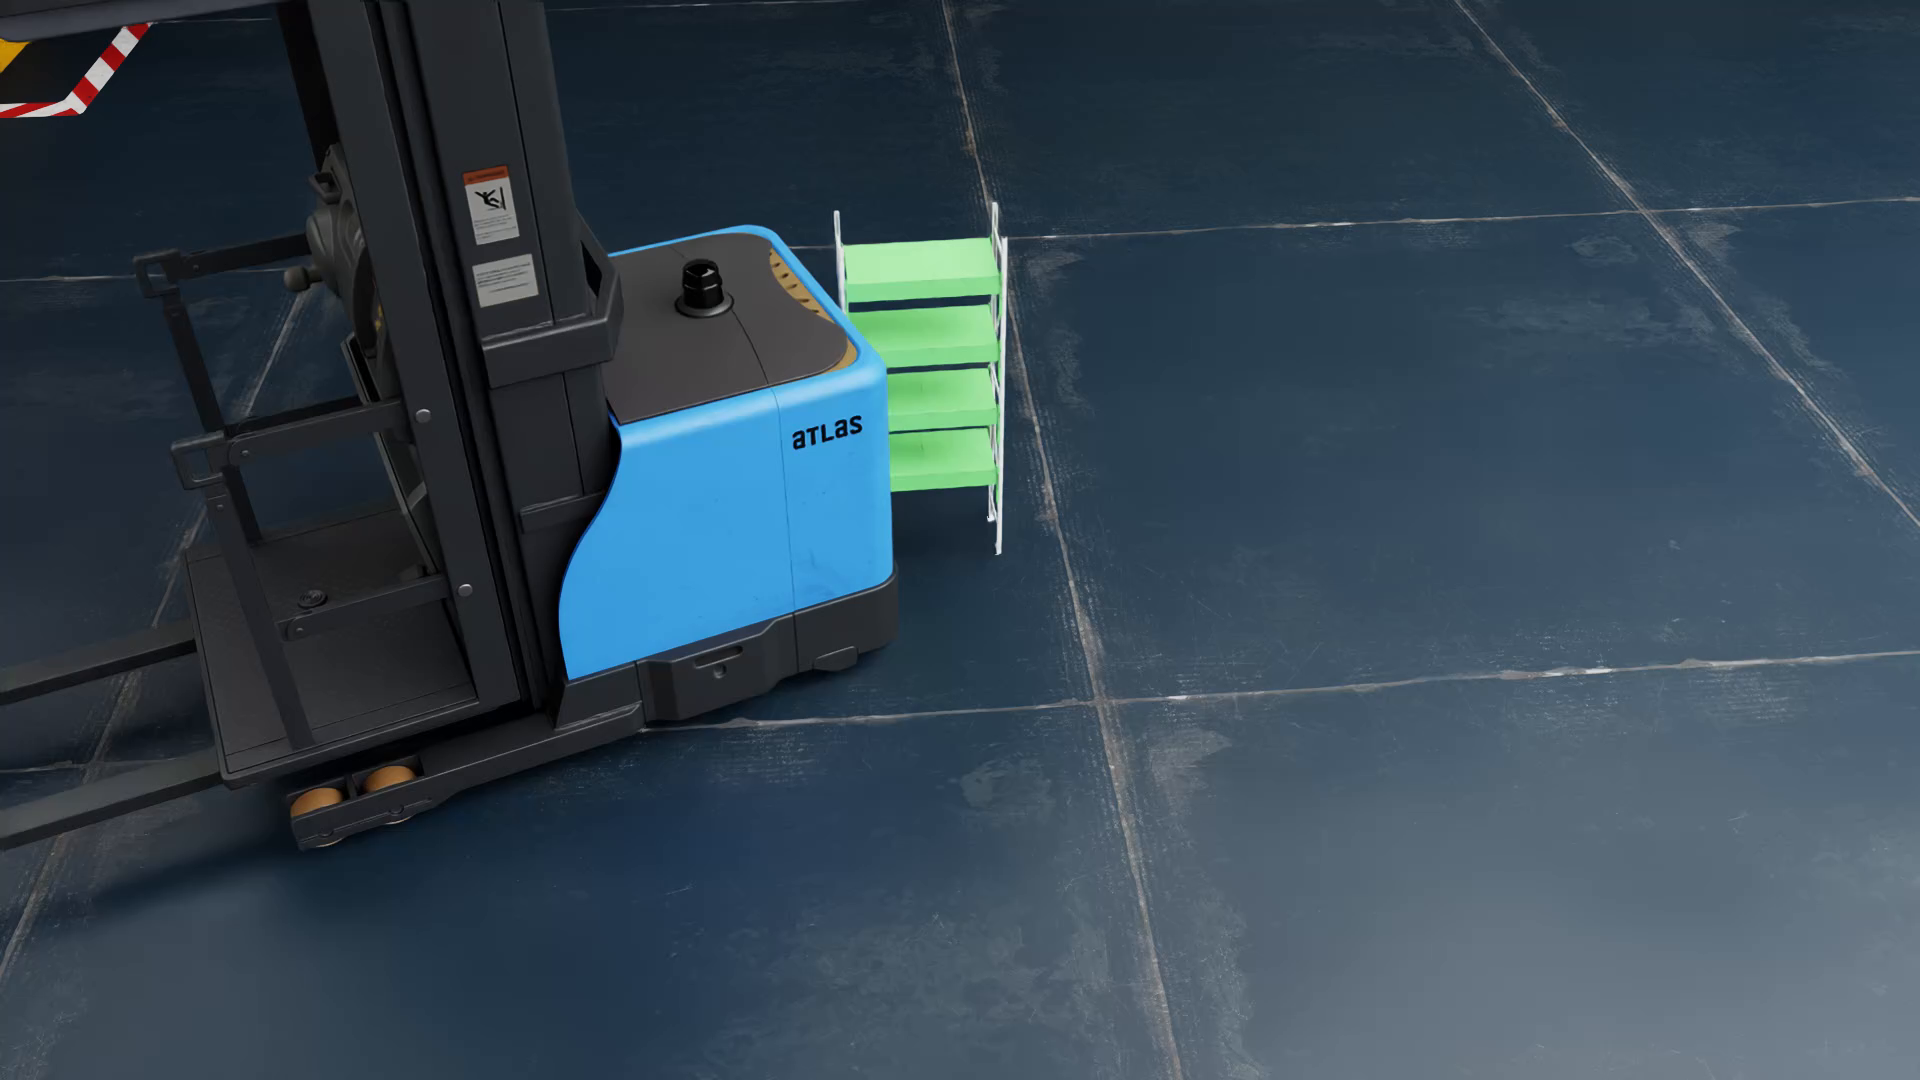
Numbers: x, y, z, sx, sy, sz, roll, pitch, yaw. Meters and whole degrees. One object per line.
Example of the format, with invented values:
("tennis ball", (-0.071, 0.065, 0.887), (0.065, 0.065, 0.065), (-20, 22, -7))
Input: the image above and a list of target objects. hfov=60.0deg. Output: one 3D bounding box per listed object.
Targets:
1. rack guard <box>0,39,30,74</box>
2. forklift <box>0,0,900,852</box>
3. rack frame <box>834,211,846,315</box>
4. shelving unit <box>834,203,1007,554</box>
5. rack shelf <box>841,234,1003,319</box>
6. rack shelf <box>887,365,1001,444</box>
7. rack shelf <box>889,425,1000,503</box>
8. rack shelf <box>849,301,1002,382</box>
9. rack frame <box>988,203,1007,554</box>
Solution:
("rack guard", (-5.315, -2.746, 8.827), (0.348, 0.500, 1.175), (-3, 38, -4))
("forklift", (-1.747, -0.666, 4.228), (3.031, 2.935, 1.130), (-17, 41, -20))
("rack frame", (-0.365, -0.462, 5.367), (0.015, 1.200, 0.240), (-4, 38, -5))
("shelving unit", (-0.122, -0.479, 5.388), (0.503, 1.200, 0.258), (-4, 38, -5))
("rack shelf", (-0.122, -0.806, 5.131), (0.480, 0.148, 0.258), (-4, 38, -5))
("rack shelf", (-0.122, -0.429, 5.428), (0.480, 0.148, 0.258), (-4, 38, -5))
("rack shelf", (-0.122, -0.240, 5.577), (0.480, 0.148, 0.258), (-4, 38, -5))
("rack shelf", (-0.122, -0.617, 5.279), (0.480, 0.148, 0.258), (-4, 38, -5))
("rack frame", (0.120, -0.496, 5.410), (0.015, 1.200, 0.240), (-4, 38, -5))
